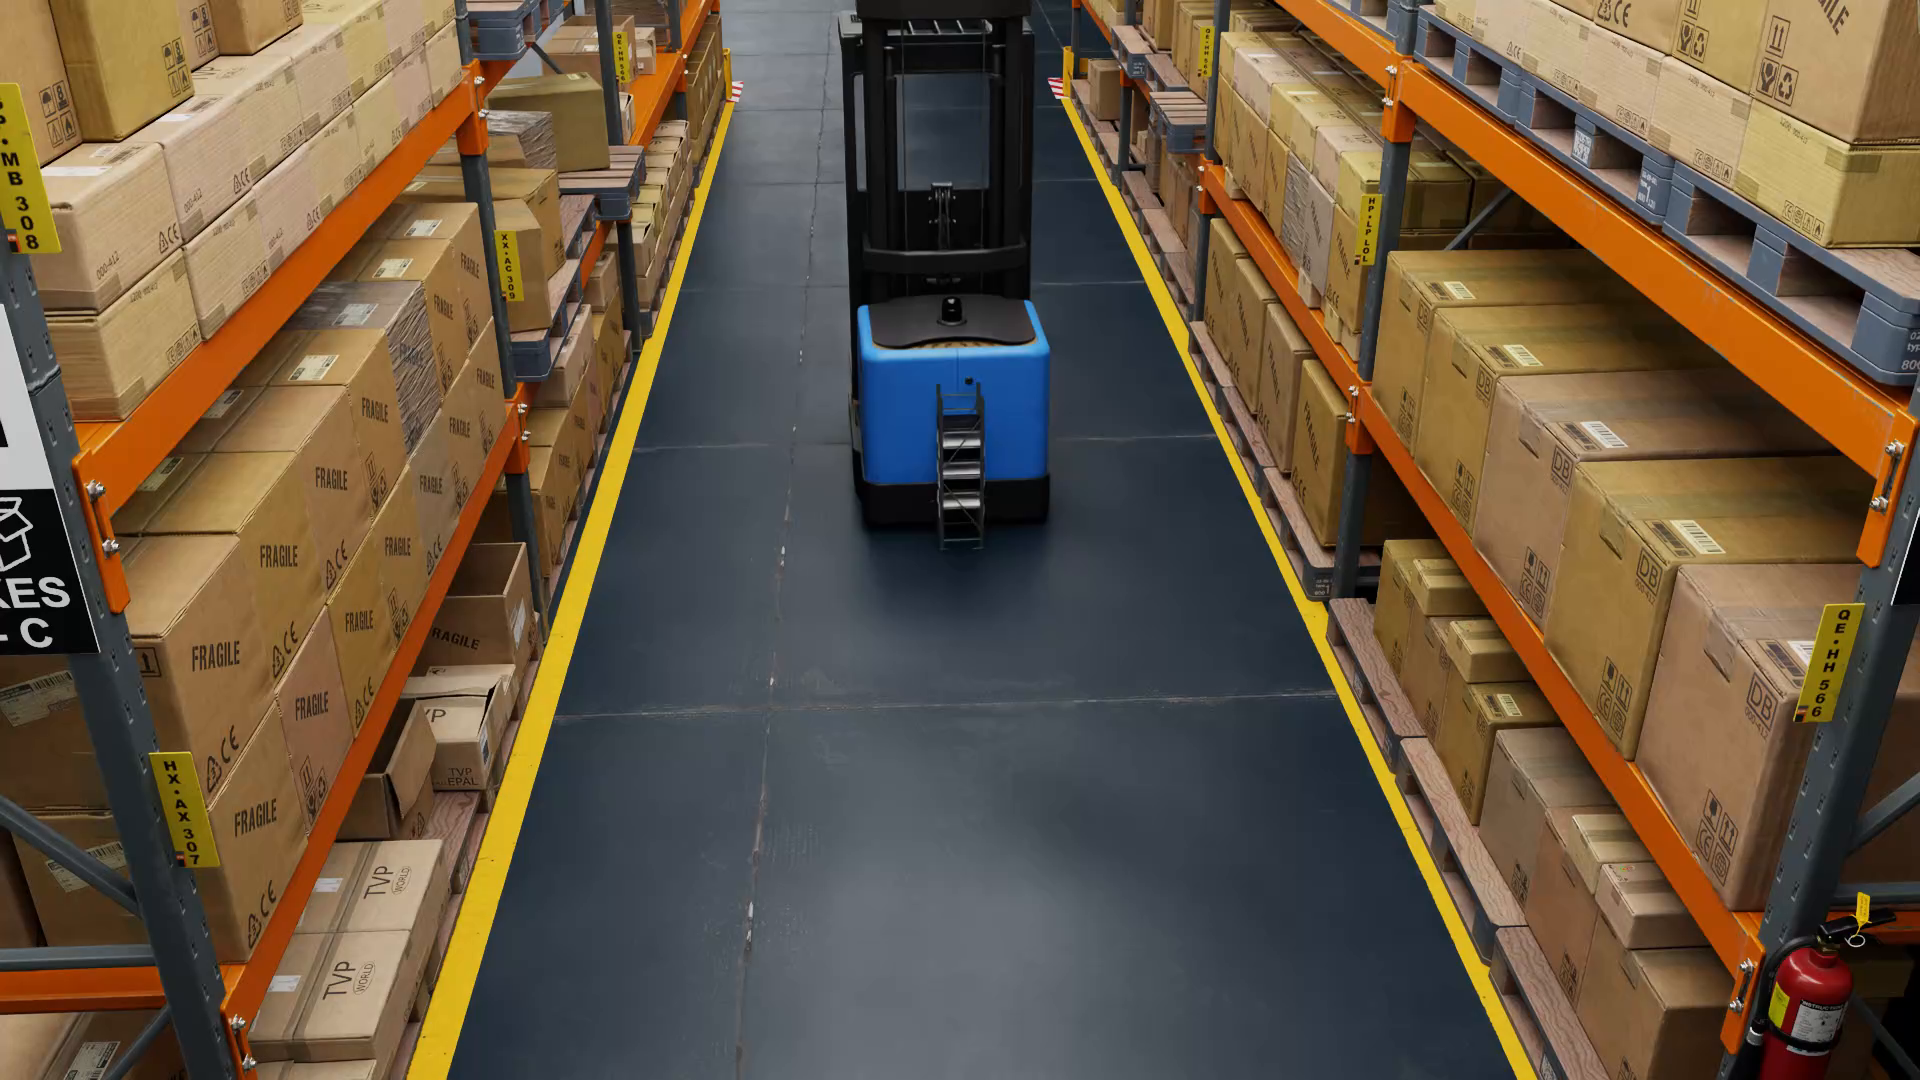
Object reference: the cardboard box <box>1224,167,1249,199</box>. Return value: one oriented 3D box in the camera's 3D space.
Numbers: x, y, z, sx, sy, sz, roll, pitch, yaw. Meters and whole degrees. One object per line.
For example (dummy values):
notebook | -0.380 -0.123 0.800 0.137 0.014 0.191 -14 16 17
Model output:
cardboard box | 1.903 -2.288 10.643 0.380 0.149 0.250 -1 28 -1

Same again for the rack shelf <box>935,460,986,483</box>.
rack shelf | 0.001 -0.364 9.047 0.258 0.077 0.200 -2 28 -4

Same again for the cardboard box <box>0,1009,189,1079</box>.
cardboard box | -2.620 1.695 4.984 0.500 0.500 0.500 -1 28 -3

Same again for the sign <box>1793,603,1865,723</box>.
sign | 2.059 0.294 3.935 0.100 0.325 0.005 -1 28 -3

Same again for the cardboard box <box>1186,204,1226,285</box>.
cardboard box | 2.094 -2.207 12.466 0.700 0.500 0.500 -1 28 -2

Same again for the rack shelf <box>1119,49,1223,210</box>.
rack shelf | 2.079 -3.394 13.291 1.077 0.370 4.000 -1 28 -3

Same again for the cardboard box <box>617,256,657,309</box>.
cardboard box | -2.497 -1.884 12.138 0.500 0.250 0.500 -1 28 -3

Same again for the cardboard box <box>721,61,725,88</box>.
cardboard box | -2.858 -5.089 18.283 0.500 0.250 0.500 -1 28 -3

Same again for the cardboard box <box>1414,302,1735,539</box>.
cardboard box | 2.437 -0.487 6.615 0.980 0.700 0.700 -2 28 -4

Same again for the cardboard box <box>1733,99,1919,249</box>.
cardboard box | 2.298 -0.921 4.128 0.500 0.250 0.500 -1 28 -1

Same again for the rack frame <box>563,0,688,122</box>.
rack frame | -2.972 -4.515 14.663 1.000 3.000 0.127 -1 28 -3

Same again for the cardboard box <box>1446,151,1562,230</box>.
cardboard box | 2.629 -1.678 7.962 0.500 0.250 0.500 -1 28 -1

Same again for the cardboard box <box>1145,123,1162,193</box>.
cardboard box | 2.030 -3.384 14.721 0.700 0.500 0.500 0 28 -1

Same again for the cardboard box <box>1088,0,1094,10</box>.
cardboard box | 1.560 -5.485 16.663 0.500 0.250 0.500 -1 28 -2

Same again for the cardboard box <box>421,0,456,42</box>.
cardboard box | -2.258 -2.088 6.387 0.500 0.250 0.500 -1 28 -3

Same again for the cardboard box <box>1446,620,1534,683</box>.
cardboard box | 2.192 0.444 6.703 0.380 0.149 0.250 -2 28 -4

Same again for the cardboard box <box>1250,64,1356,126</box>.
cardboard box | 2.009 -2.612 9.752 0.500 0.250 0.500 -1 28 -2

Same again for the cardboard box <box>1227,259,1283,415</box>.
cardboard box | 2.130 -1.275 10.321 0.750 0.750 0.750 -2 28 -3

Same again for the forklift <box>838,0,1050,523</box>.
forklift | -0.145 -2.042 9.996 1.130 2.935 3.031 -2 28 -5

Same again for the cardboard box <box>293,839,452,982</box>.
cardboard box | -2.143 1.331 5.952 0.500 0.250 0.500 -1 28 -3

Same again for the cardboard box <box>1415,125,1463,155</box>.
cardboard box | 2.595 -1.920 8.425 0.500 0.250 0.500 -1 28 -2

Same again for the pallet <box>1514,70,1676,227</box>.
pallet | 2.485 -1.293 5.337 1.003 0.211 1.213 -1 28 -3

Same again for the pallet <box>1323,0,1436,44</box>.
pallet | 2.295 -2.609 7.973 0.805 0.209 1.217 -2 28 -5

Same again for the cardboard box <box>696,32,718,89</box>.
cardboard box | -2.789 -4.960 17.225 0.500 0.500 0.500 -1 28 -3

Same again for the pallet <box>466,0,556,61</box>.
pallet | -2.518 -2.370 7.510 1.213 0.211 1.003 -1 28 -3

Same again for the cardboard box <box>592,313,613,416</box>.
cardboard box | -2.453 -1.089 10.322 0.500 0.500 0.500 -2 28 -5

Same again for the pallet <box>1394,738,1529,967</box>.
pallet | 2.421 1.212 6.698 1.003 0.211 1.213 -1 28 -3

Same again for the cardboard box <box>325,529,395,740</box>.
cardboard box | -2.161 0.301 5.321 0.500 0.500 0.500 -1 28 -3

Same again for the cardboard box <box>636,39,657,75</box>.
cardboard box | -2.743 -4.054 13.924 0.396 0.266 0.258 -2 28 -4

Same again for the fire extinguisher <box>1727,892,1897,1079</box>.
fire extinguisher | 2.148 1.186 4.220 0.296 0.674 0.183 -1 28 -3

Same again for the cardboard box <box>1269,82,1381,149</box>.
cardboard box | 2.042 -2.376 9.300 0.500 0.250 0.500 -2 28 -4

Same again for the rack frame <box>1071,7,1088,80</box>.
rack frame | 1.766 -6.484 18.438 1.000 3.000 0.127 -1 28 -3

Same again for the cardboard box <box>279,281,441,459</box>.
cardboard box | -2.214 -0.612 5.990 0.500 0.500 0.500 -1 28 -2

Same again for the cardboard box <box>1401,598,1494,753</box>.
cardboard box | 2.352 0.560 7.182 0.700 0.500 0.500 -2 28 -3

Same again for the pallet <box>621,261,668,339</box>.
pallet | -2.767 -1.813 12.497 1.003 0.211 1.213 -1 28 -3

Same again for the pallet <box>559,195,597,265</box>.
pallet | -2.657 -1.685 9.444 1.003 0.211 1.213 -1 28 -3

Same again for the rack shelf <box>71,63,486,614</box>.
rack shelf | -2.450 -0.908 5.282 1.077 0.370 4.000 -1 28 -3

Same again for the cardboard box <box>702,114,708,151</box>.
cardboard box | -2.715 -3.935 16.070 0.500 0.250 0.500 -1 28 -3

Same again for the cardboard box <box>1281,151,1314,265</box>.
cardboard box | 2.062 -1.802 9.009 0.500 0.500 0.500 -1 28 -3

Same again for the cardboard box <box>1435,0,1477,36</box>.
cardboard box | 2.165 -2.111 6.409 0.500 0.250 0.500 -1 28 -3

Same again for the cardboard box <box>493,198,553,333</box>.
cardboard box | -2.356 -1.275 7.889 0.700 0.500 0.500 -11 29 -20

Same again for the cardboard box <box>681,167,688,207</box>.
cardboard box | -2.636 -3.064 14.400 0.500 0.250 0.500 -2 28 -3

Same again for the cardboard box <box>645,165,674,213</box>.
cardboard box | -2.585 -2.848 13.380 0.500 0.311 0.500 -2 28 -3

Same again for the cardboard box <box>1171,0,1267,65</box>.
cardboard box | 2.055 -4.078 13.242 0.700 0.500 0.500 2 28 4

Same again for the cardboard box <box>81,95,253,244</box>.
cardboard box | -2.131 -0.933 4.173 0.500 0.250 0.500 -1 28 -3

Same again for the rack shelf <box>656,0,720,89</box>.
rack shelf | -3.077 -5.120 16.601 1.077 0.370 4.000 -1 28 -3

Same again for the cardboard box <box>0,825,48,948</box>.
cardboard box | -2.641 0.782 4.399 0.500 0.500 0.500 -1 28 -1

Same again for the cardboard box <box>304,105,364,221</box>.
cardboard box | -2.192 -1.173 5.174 0.500 0.250 0.500 -1 28 -3

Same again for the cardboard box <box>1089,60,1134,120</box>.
cardboard box | 1.730 -4.646 17.141 0.700 0.500 0.500 -3 28 -6

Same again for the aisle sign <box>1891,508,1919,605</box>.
aisle sign | 2.305 -0.207 3.592 0.394 0.787 0.004 -1 28 -3

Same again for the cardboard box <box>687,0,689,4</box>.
cardboard box | -3.117 -5.719 16.863 0.700 0.500 0.500 -1 28 -2

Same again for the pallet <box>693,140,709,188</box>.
pallet | -2.972 -3.647 16.014 1.003 0.211 1.213 -1 28 -3

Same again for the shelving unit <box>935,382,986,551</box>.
shelving unit | 0.001 -0.394 9.032 0.258 0.900 0.210 -2 28 -4
